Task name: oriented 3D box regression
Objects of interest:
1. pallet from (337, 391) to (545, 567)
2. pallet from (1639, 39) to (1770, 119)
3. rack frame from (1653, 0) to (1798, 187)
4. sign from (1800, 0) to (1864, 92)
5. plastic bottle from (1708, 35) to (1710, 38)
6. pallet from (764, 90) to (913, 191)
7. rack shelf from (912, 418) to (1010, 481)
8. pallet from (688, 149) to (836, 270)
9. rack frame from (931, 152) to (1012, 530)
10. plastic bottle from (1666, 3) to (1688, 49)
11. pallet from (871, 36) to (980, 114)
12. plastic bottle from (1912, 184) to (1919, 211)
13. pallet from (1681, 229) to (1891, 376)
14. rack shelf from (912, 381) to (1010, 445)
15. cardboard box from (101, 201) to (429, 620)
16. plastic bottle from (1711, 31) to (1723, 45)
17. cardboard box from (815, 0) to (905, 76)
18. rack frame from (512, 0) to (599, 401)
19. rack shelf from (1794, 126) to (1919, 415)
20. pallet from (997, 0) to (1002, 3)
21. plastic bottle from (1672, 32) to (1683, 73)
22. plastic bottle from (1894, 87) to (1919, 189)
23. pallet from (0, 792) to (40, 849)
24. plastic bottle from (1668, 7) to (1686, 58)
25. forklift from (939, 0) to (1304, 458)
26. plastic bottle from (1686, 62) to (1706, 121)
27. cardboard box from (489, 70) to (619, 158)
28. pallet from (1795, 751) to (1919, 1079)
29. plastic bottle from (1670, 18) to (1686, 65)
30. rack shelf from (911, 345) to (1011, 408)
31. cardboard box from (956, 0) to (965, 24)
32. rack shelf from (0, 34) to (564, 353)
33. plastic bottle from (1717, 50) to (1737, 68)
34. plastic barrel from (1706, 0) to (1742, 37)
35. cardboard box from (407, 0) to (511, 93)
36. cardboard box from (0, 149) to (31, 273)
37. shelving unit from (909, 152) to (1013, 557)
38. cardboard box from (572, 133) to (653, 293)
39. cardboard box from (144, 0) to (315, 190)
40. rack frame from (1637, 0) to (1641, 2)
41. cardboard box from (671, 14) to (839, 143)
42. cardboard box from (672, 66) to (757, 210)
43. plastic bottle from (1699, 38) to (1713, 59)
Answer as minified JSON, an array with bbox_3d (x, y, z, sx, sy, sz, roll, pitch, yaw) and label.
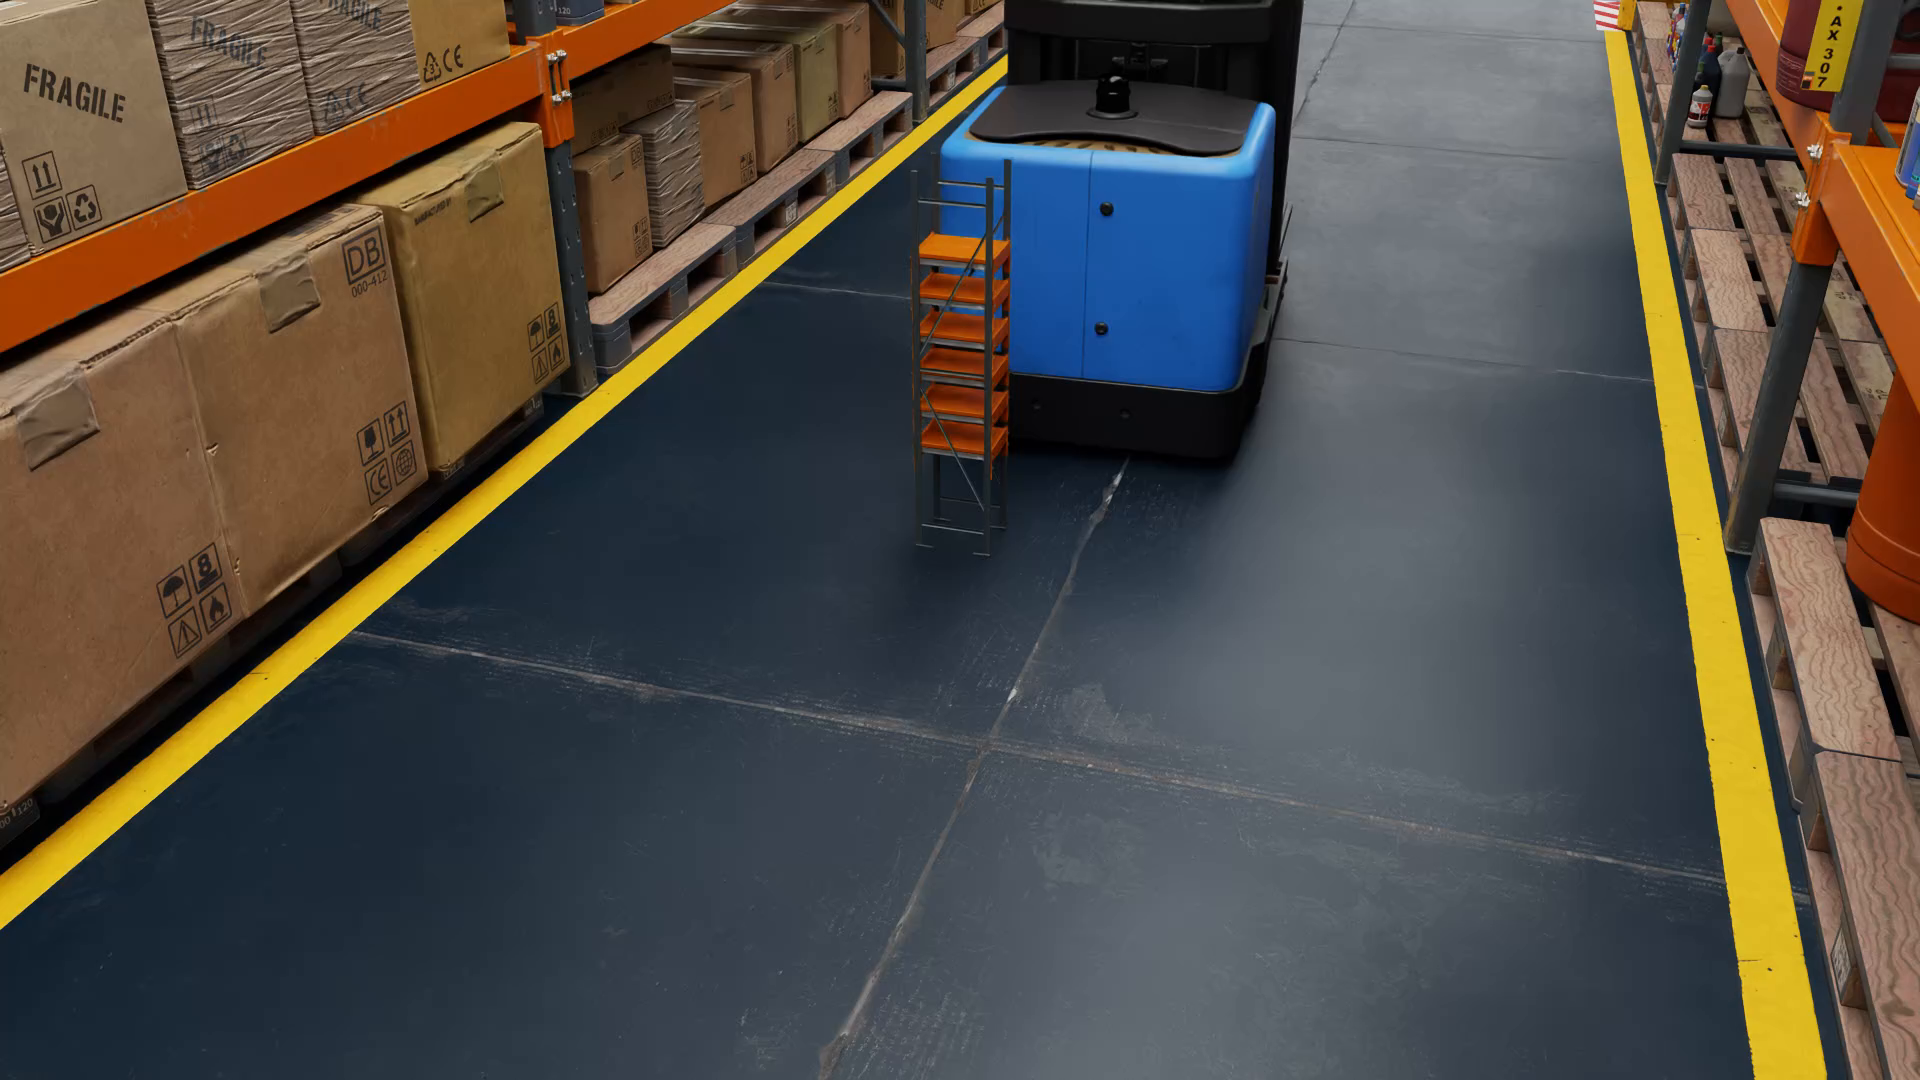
[{"bbox_3d":[-2.164,-0.355,5.670,1.003,0.211,1.213,8,30,15],"label":"pallet"},{"bbox_3d":[4.642,-2.737,9.954,1.003,0.211,1.213,8,30,15],"label":"pallet"},{"bbox_3d":[4.048,-3.081,7.703,1.000,3.000,0.127,8,30,15],"label":"rack frame"},{"bbox_3d":[2.346,-1.369,4.457,0.100,0.325,0.005,8,30,15],"label":"sign"},{"bbox_3d":[4.165,-2.738,9.435,0.152,0.276,0.135,9,30,16],"label":"plastic bottle"},{"bbox_3d":[-0.913,-2.207,9.000,1.003,0.211,1.213,8,30,15],"label":"pallet"},{"bbox_3d":[0.004,-0.282,5.109,0.258,0.103,0.180,8,30,15],"label":"rack shelf"},{"bbox_3d":[-1.270,-1.638,7.978,1.003,0.211,1.213,8,30,15],"label":"pallet"},{"bbox_3d":[0.031,-0.574,5.047,0.240,1.200,0.006,8,30,15],"label":"rack frame"},{"bbox_3d":[4.392,-3.142,10.166,0.097,0.271,0.097,0,29,0],"label":"plastic bottle"},{"bbox_3d":[-0.523,-2.886,10.221,1.003,0.211,1.213,8,30,15],"label":"pallet"},{"bbox_3d":[2.350,-0.885,3.960,0.097,0.201,0.097,0,29,0],"label":"plastic bottle"},{"bbox_3d":[3.499,-0.923,6.692,1.003,0.211,1.213,8,30,15],"label":"pallet"},{"bbox_3d":[0.004,-0.387,5.050,0.258,0.103,0.180,8,30,15],"label":"rack shelf"},{"bbox_3d":[-2.352,-0.453,4.732,1.225,0.875,0.875,9,30,15],"label":"cardboard box"},{"bbox_3d":[4.267,-2.726,9.406,0.061,0.283,0.133,8,30,15],"label":"plastic bottle"},{"bbox_3d":[-0.531,-3.059,9.803,0.500,0.500,0.500,8,30,13],"label":"cardboard box"},{"bbox_3d":[-1.860,-1.929,5.632,1.000,3.000,0.127,8,30,15],"label":"rack frame"},{"bbox_3d":[2.287,0.022,2.865,1.077,0.370,4.000,8,30,15],"label":"rack shelf"},{"bbox_3d":[0.193,-4.020,12.260,1.003,0.211,1.213,8,30,15],"label":"pallet"},{"bbox_3d":[4.203,-2.842,9.627,0.097,0.271,0.097,0,29,0],"label":"plastic bottle"},{"bbox_3d":[2.438,-1.013,4.113,0.152,0.276,0.135,8,30,15],"label":"plastic bottle"},{"bbox_3d":[-2.880,0.779,3.632,1.003,0.211,1.213,8,30,15],"label":"pallet"},{"bbox_3d":[4.309,-3.044,9.979,0.061,0.283,0.133,9,30,16],"label":"plastic bottle"},{"bbox_3d":[0.781,-2.257,6.293,1.130,2.935,3.031,7,30,12],"label":"forklift"},{"bbox_3d":[3.874,-2.357,8.743,0.061,0.283,0.133,10,31,17],"label":"plastic bottle"},{"bbox_3d":[-1.692,-1.672,6.518,0.500,0.250,0.500,10,31,17],"label":"cardboard box"},{"bbox_3d":[2.323,0.934,3.354,1.003,0.211,1.213,8,30,15],"label":"pallet"},{"bbox_3d":[4.262,-2.936,9.796,0.097,0.271,0.097,0,29,0],"label":"plastic bottle"},{"bbox_3d":[0.004,-0.492,4.992,0.258,0.103,0.180,8,30,15],"label":"rack shelf"},{"bbox_3d":[-0.263,-3.626,10.822,0.500,0.500,0.500,6,30,10],"label":"cardboard box"},{"bbox_3d":[-2.448,-0.685,4.136,1.077,0.370,4.000,8,30,15],"label":"rack shelf"},{"bbox_3d":[4.167,-2.503,9.013,0.152,0.276,0.135,8,30,15],"label":"plastic bottle"},{"bbox_3d":[4.955,-3.487,10.559,0.421,0.512,0.421,0,29,0],"label":"plastic barrel"},{"bbox_3d":[-1.768,-1.708,5.132,0.500,0.500,0.500,9,30,16],"label":"cardboard box"},{"bbox_3d":[-2.367,-0.758,3.424,0.500,0.500,0.500,8,30,14],"label":"cardboard box"},{"bbox_3d":[0.004,-0.531,4.970,0.258,1.200,0.189,8,30,15],"label":"shelving unit"},{"bbox_3d":[-1.683,-1.343,6.697,0.700,0.500,0.500,7,30,12],"label":"cardboard box"},{"bbox_3d":[-2.070,-1.235,4.282,0.500,0.500,0.500,8,30,13],"label":"cardboard box"},{"bbox_3d":[5.223,-4.940,11.044,1.000,3.000,0.127,8,30,15],"label":"rack frame"},{"bbox_3d":[-1.045,-2.386,8.573,0.700,0.500,0.500,8,30,15],"label":"cardboard box"},{"bbox_3d":[-1.373,-1.867,7.639,0.700,0.500,0.500,11,31,19],"label":"cardboard box"},{"bbox_3d":[4.018,-2.545,9.012,0.144,0.351,0.185,7,30,12],"label":"plastic bottle"}]
